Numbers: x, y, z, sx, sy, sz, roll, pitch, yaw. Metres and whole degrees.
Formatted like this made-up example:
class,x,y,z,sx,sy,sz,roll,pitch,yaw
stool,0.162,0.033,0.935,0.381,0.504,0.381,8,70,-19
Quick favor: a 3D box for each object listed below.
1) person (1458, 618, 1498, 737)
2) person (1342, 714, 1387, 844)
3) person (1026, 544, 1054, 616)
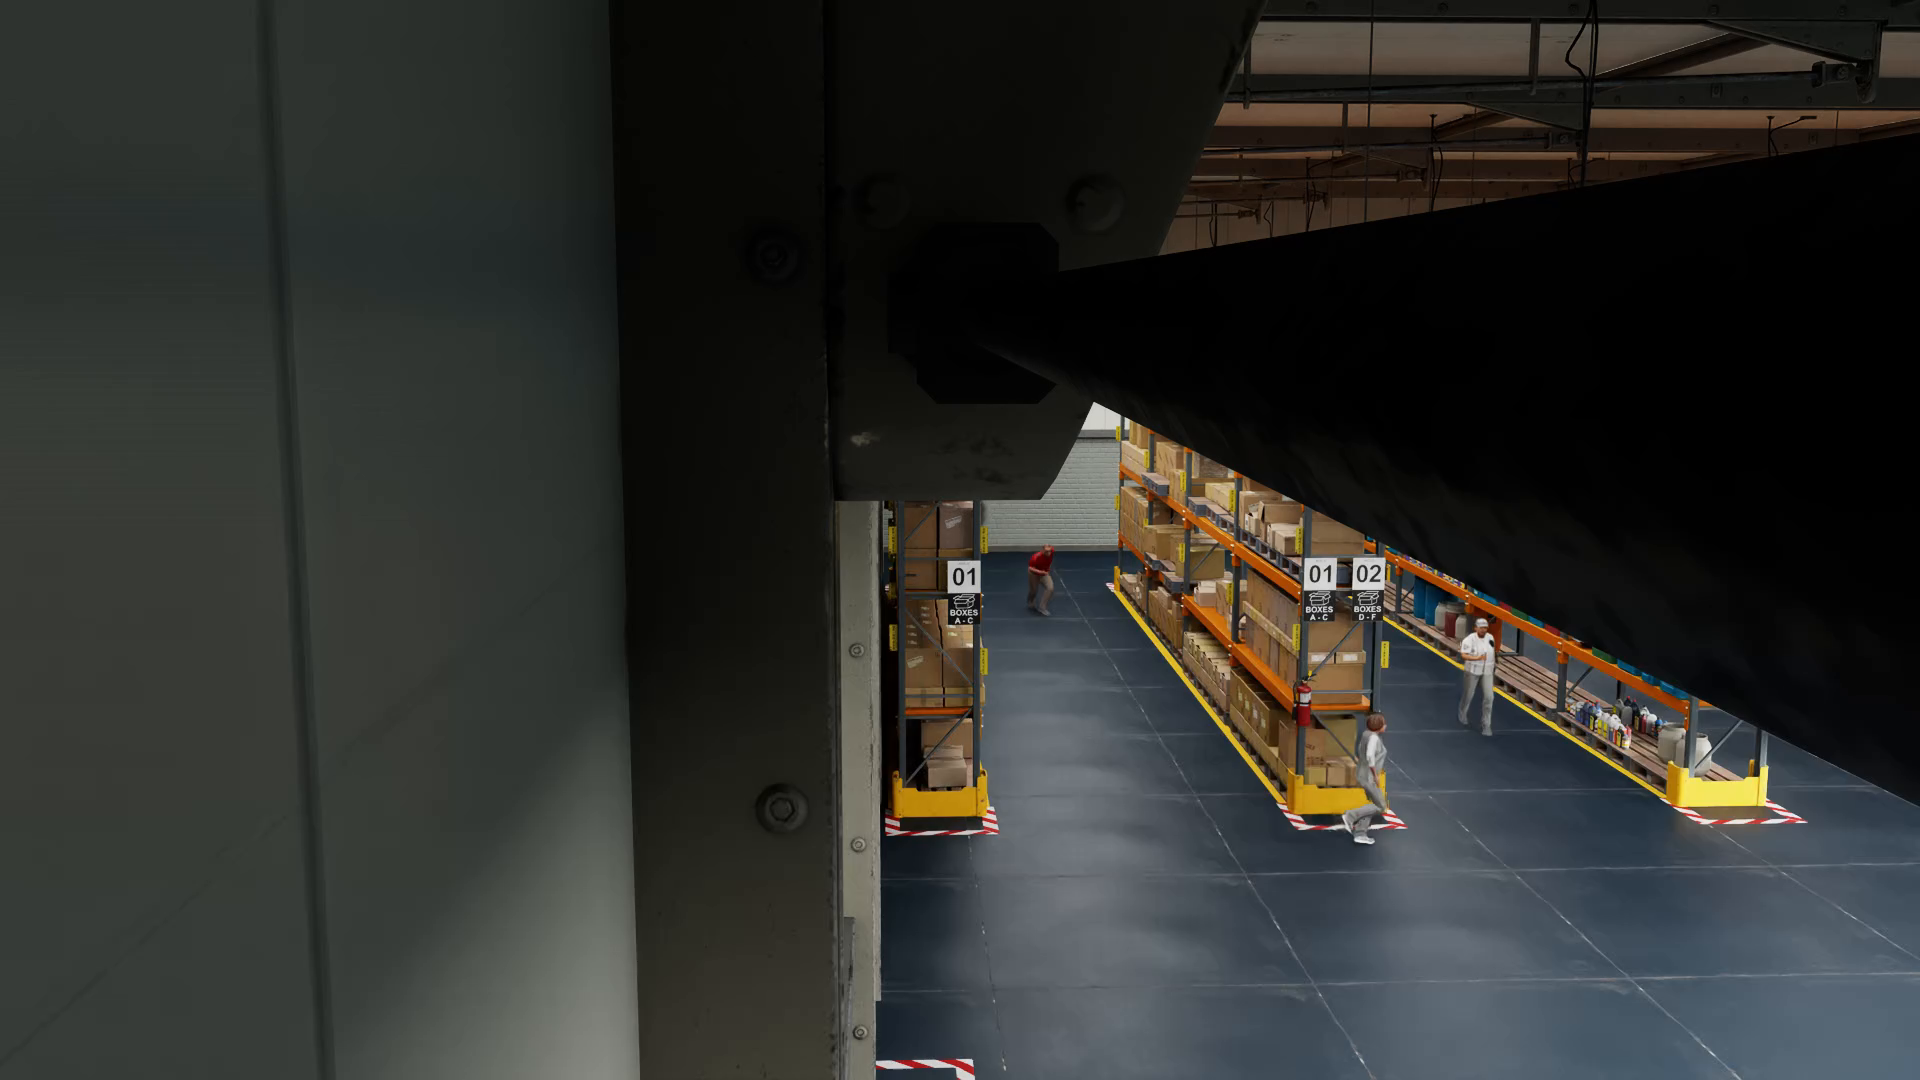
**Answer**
class,x,y,z,sx,sy,sz,roll,pitch,yaw
person,7.636,1.981,24.533,0.597,1.712,0.852,0,8,-3
person,4.724,2.801,19.417,0.506,1.546,0.612,1,8,6
person,1.571,0.764,33.772,0.658,1.517,1.128,-4,9,-25
